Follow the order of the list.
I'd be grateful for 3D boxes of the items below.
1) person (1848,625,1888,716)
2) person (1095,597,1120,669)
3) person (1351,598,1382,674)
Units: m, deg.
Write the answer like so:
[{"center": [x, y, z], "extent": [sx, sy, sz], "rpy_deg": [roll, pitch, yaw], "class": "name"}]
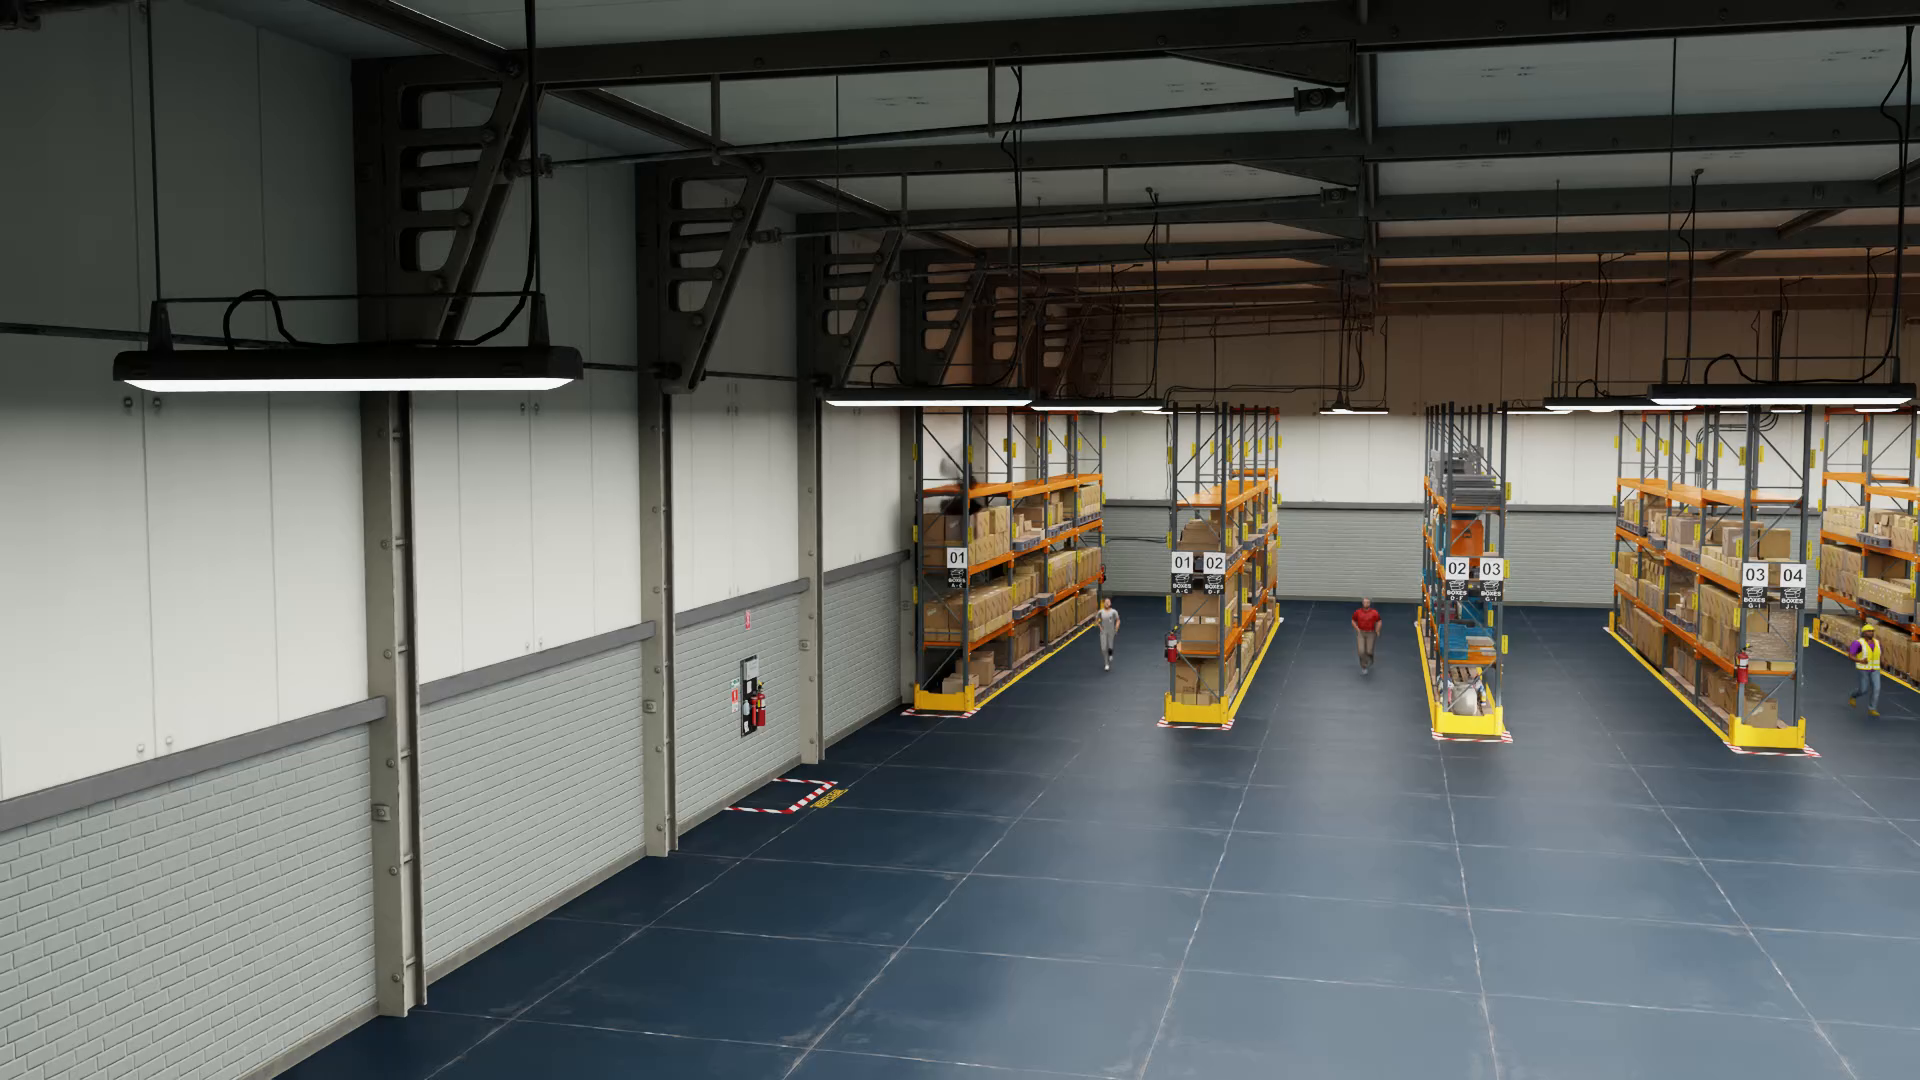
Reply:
[{"center": [17.506, 2.492, 32.069], "extent": [0.714, 1.733, 0.791], "rpy_deg": [0, 4, 1], "class": "person"}, {"center": [3.360, 2.119, 37.912], "extent": [0.565, 1.630, 0.572], "rpy_deg": [1, 4, 8], "class": "person"}, {"center": [9.102, 2.140, 37.292], "extent": [0.665, 1.688, 0.603], "rpy_deg": [1, 4, 17], "class": "person"}]
